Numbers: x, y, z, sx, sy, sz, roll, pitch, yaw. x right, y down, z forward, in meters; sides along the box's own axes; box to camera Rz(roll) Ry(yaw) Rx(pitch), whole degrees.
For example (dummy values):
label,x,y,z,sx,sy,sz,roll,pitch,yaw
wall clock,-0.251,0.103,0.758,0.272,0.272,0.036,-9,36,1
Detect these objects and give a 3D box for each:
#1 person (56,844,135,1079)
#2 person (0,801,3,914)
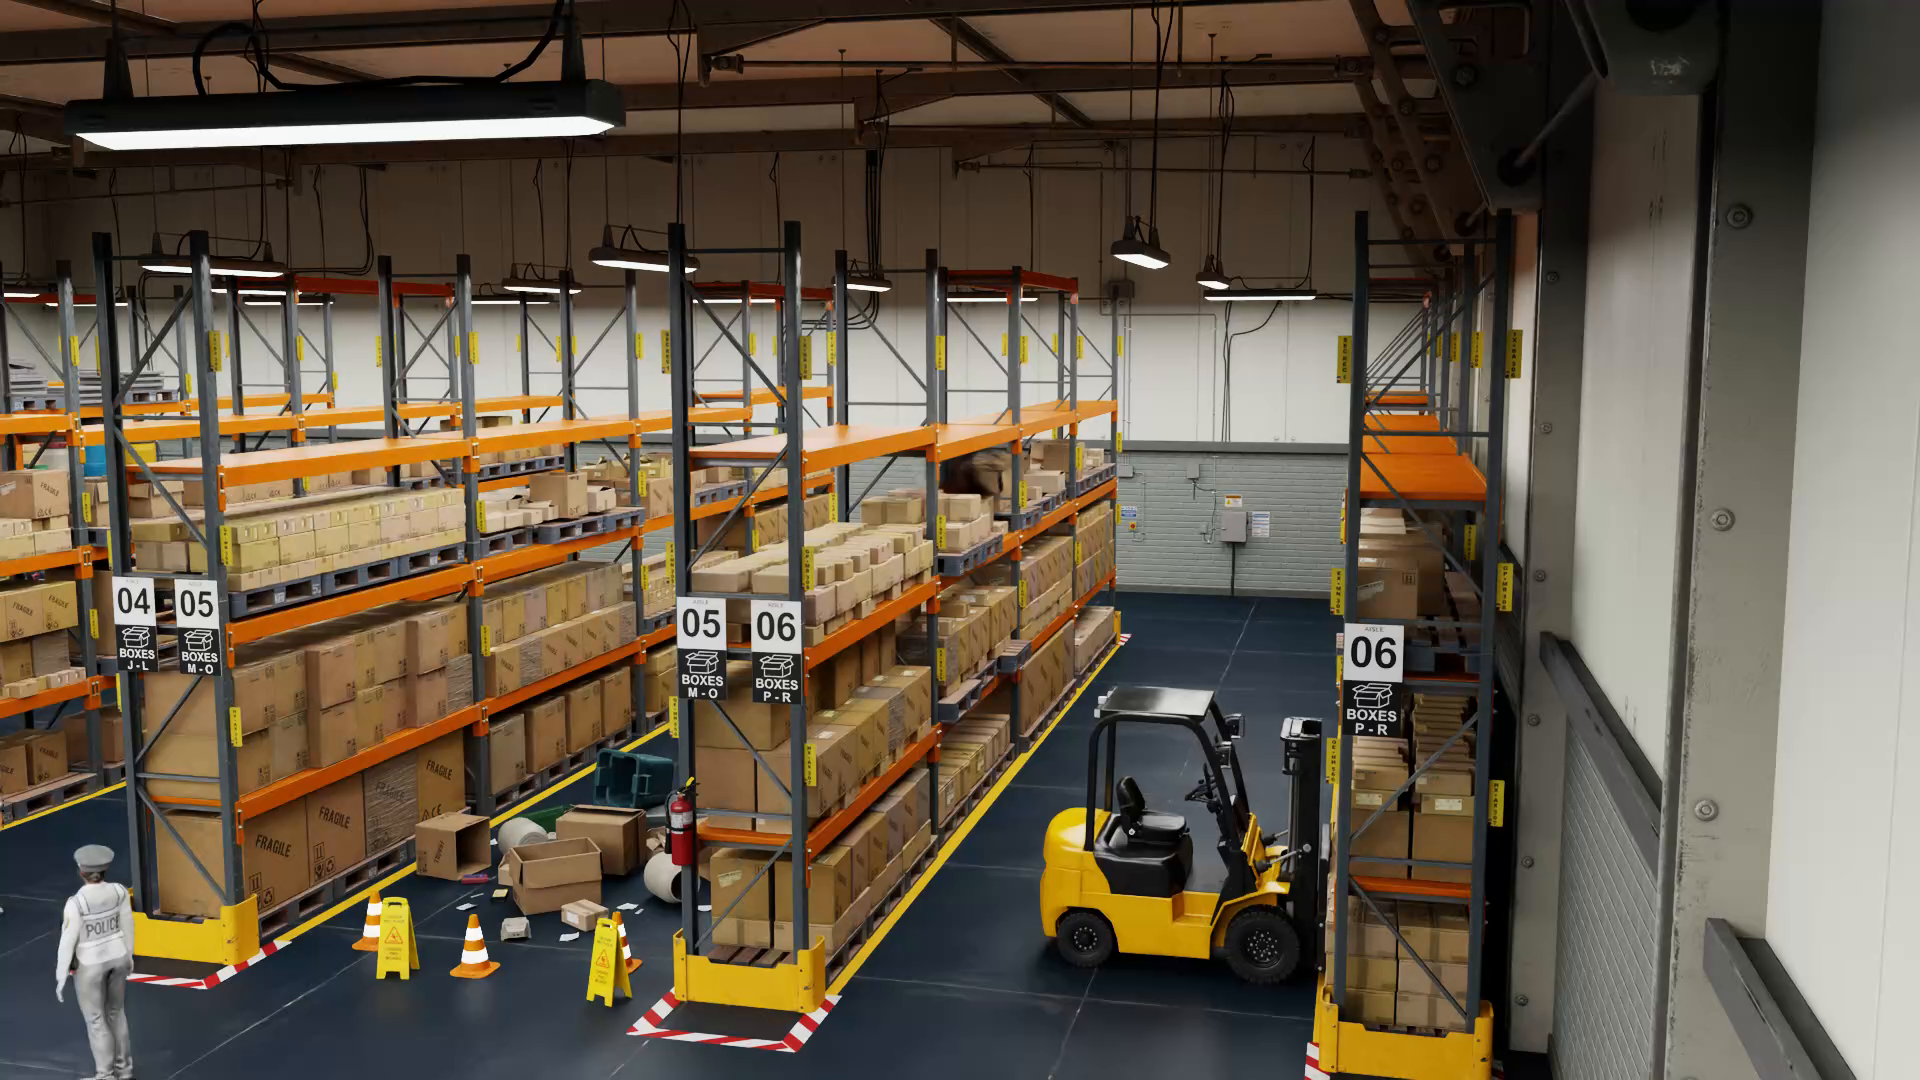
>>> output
label,x,y,z,sx,sy,sz,roll,pitch,yaw
person,-5.942,2.959,11.439,0.370,1.713,0.563,3,8,26
person,-8.823,2.500,14.774,0.406,1.762,0.618,4,8,27
